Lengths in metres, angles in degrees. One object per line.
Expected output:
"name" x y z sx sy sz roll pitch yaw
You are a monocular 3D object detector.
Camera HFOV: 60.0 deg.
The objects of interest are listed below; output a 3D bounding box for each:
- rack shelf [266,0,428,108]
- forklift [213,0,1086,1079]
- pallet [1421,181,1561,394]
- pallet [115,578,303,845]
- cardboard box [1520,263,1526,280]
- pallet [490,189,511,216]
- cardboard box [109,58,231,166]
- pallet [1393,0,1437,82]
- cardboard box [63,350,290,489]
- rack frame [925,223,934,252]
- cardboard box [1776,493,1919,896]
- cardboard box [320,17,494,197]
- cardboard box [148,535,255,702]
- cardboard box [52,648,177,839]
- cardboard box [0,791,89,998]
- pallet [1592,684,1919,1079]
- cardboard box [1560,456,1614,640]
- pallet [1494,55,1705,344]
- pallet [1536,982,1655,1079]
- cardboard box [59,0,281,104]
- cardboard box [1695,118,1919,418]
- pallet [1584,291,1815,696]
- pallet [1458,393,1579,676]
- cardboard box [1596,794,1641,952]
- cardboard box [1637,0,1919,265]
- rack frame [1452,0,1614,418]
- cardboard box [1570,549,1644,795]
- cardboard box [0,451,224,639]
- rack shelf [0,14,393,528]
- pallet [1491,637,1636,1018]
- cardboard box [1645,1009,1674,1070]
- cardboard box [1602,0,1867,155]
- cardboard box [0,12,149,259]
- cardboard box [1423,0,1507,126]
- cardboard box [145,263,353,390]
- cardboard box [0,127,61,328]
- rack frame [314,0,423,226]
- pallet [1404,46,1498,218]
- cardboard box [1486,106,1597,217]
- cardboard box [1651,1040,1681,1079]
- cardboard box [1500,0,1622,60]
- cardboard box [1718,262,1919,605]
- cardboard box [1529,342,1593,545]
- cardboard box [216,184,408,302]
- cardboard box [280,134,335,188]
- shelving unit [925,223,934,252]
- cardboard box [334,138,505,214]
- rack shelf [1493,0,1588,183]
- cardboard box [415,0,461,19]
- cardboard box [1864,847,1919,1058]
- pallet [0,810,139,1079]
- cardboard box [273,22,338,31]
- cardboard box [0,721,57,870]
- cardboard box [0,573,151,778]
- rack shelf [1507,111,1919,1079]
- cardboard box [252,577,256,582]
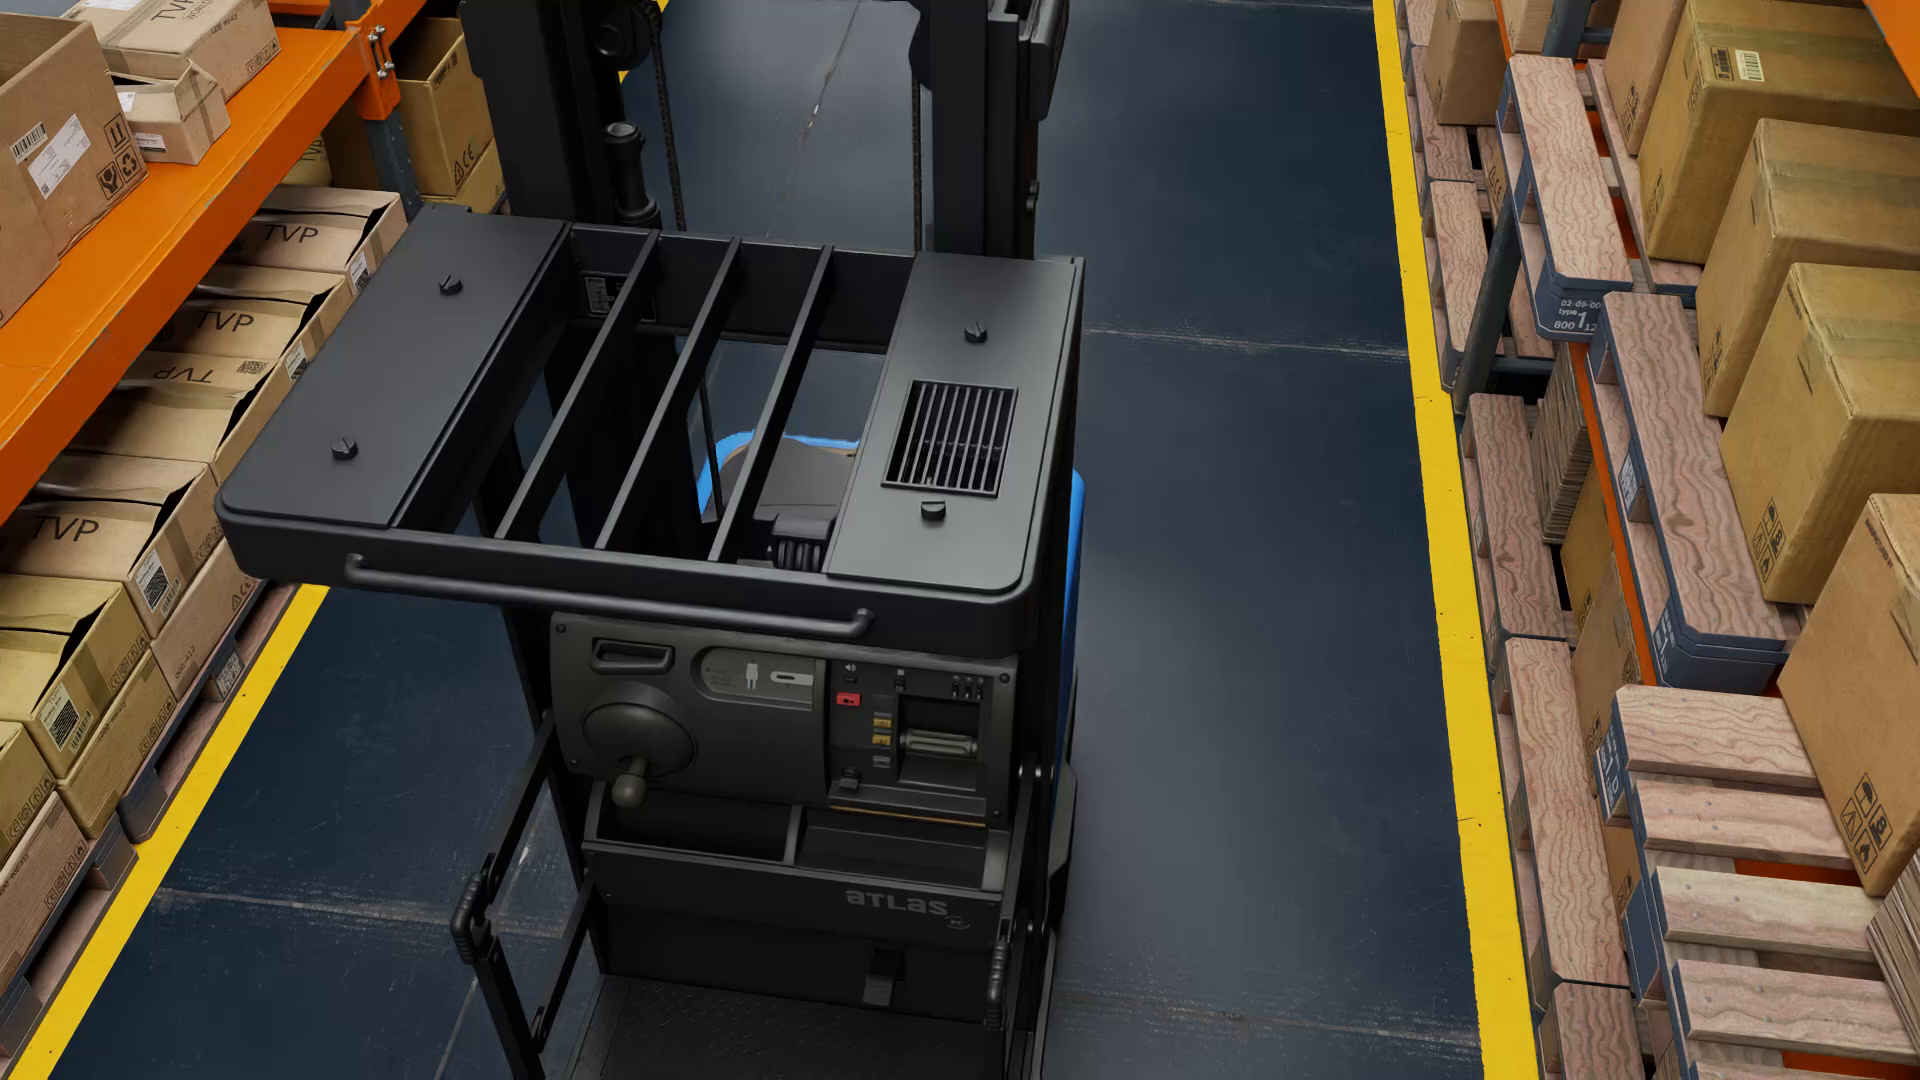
"rack shelf" -2.288 -3.099 7.364 1.077 0.370 4.000 5 44 6
"forklift" -0.384 0.457 3.136 1.130 2.935 3.031 6 44 6
"pallet" 2.412 -0.998 6.650 1.003 0.211 1.213 5 44 6
"pallet" -2.770 0.355 5.221 1.003 0.211 1.213 5 44 6
"cardboard box" 2.400 -1.048 6.415 0.380 0.166 0.250 0 43 0
"pallet" -2.405 -1.523 7.204 1.003 0.211 1.213 5 44 6
"cardboard box" -2.486 -1.332 5.073 0.396 0.266 0.258 4 44 4
"pallet" 2.735 -2.661 8.406 1.003 0.211 1.213 5 44 6
"cardboard box" -2.452 -0.358 5.233 0.500 0.311 0.500 5 44 5
"rack frame" 0.014 -0.508 5.414 0.240 1.200 0.006 5 44 6
"cardboard box" 1.929 0.276 2.884 0.700 0.500 0.500 1 43 2
"cardboard box" -2.180 -1.711 6.524 0.500 0.500 0.500 5 44 6
"cardboard box" -2.524 0.198 5.054 0.500 0.250 0.500 6 44 6
"cardboard box" -2.592 0.547 4.685 0.500 0.250 0.500 4 44 4
"cardboard box" -2.655 0.902 4.310 0.500 0.250 0.500 4 44 4
"pallet" 1.819 0.751 2.915 1.213 0.211 1.003 5 44 6
"cardboard box" 2.259 0.059 5.005 0.700 0.500 0.500 4 44 5
"pallet" 2.114 -0.972 4.734 1.003 0.211 1.213 5 44 6
"pallet" 1.935 1.657 3.847 1.003 0.211 1.213 5 44 6
"cardboard box" -2.574 -1.603 5.370 0.500 0.250 0.500 8 44 8
"cardboard box" 2.121 -0.570 3.777 0.700 0.500 0.500 11 45 11
"pallet" 2.051 -0.106 3.820 1.003 0.211 1.213 5 44 6
"pallet" 2.257 -0.006 5.603 1.003 0.211 1.213 5 44 6
"cardboard box" 2.094 0.748 4.277 0.700 0.500 0.500 5 44 5
"cardboard box" 2.177 -1.021 4.254 0.700 0.500 0.500 9 44 10
"rack frame" 2.359 -1.549 5.205 1.000 3.000 0.127 5 44 6
"cardboard box" 2.152 0.403 4.641 0.700 0.500 0.500 6 44 6
"cardboard box" -2.522 -0.015 4.871 0.500 0.311 0.500 5 44 5
"rack shelf" -2.816 -0.373 4.485 1.077 0.370 4.000 5 44 6
"pallet" 2.098 0.828 4.722 1.003 0.211 1.213 5 44 6
"cardboard box" 2.057 1.089 3.916 0.700 0.500 0.500 5 44 5
"cardboard box" 2.258 -1.402 4.656 0.700 0.500 0.500 5 44 6
"cardboard box" -2.739 -1.152 4.713 0.500 0.500 0.500 8 44 9
"cardboard box" 2.485 -2.180 7.369 0.700 0.500 0.500 3 44 3
"cardboard box" -2.384 -0.697 5.591 0.500 0.311 0.500 6 44 7
"cardboard box" -2.806 -0.811 4.352 0.500 0.500 0.500 5 44 6
"rack frame" -2.552 -1.997 5.677 1.000 3.000 0.127 5 44 6
"pallet" 2.571 -1.831 7.531 1.003 0.211 1.213 5 44 6
"cardboard box" 2.456 -1.512 6.664 0.500 0.500 0.500 2 43 2
"cardboard box" 1.873 1.429 3.557 0.700 0.500 0.500 6 44 6
"cardboard box" 2.121 -1.852 5.619 0.500 0.250 0.500 5 44 6
"cardboard box" 2.025 -0.192 3.378 0.700 0.500 0.500 5 44 6
"cardboard box" 2.278 -0.298 5.381 0.700 0.500 0.500 7 44 7
"cardboard box" -2.321 -1.053 5.967 0.500 0.311 0.500 5 44 6
"cardboard box" -2.707 -1.487 6.833 0.500 0.250 0.500 5 44 6
"shelving unit" 0.002 -0.446 5.348 0.258 1.200 0.189 5 44 6
"cardboard box" -2.190 -1.440 6.783 0.500 0.250 0.500 5 44 6
"rack shelf" 2.623 -2.651 6.891 1.077 0.370 4.000 5 44 6
"cardboard box" -2.122 -2.052 6.885 0.500 0.500 0.500 5 44 6
"cardboard box" 1.882 0.660 2.479 0.700 0.500 0.500 1 43 1
"pallet" -2.933 1.184 4.346 1.003 0.211 1.213 5 44 6
"cardboard box" -2.630 -2.099 6.934 0.500 0.500 0.500 5 44 6
"cardboard box" -2.659 0.682 4.134 0.500 0.311 0.500 4 44 4
"cardboard box" -2.590 0.335 4.501 0.500 0.311 0.500 4 44 4
"rack shelf" 2.094 0.075 4.012 1.077 0.370 4.000 5 44 6
"cardboard box" -2.455 -0.149 5.420 0.500 0.250 0.500 6 44 6
